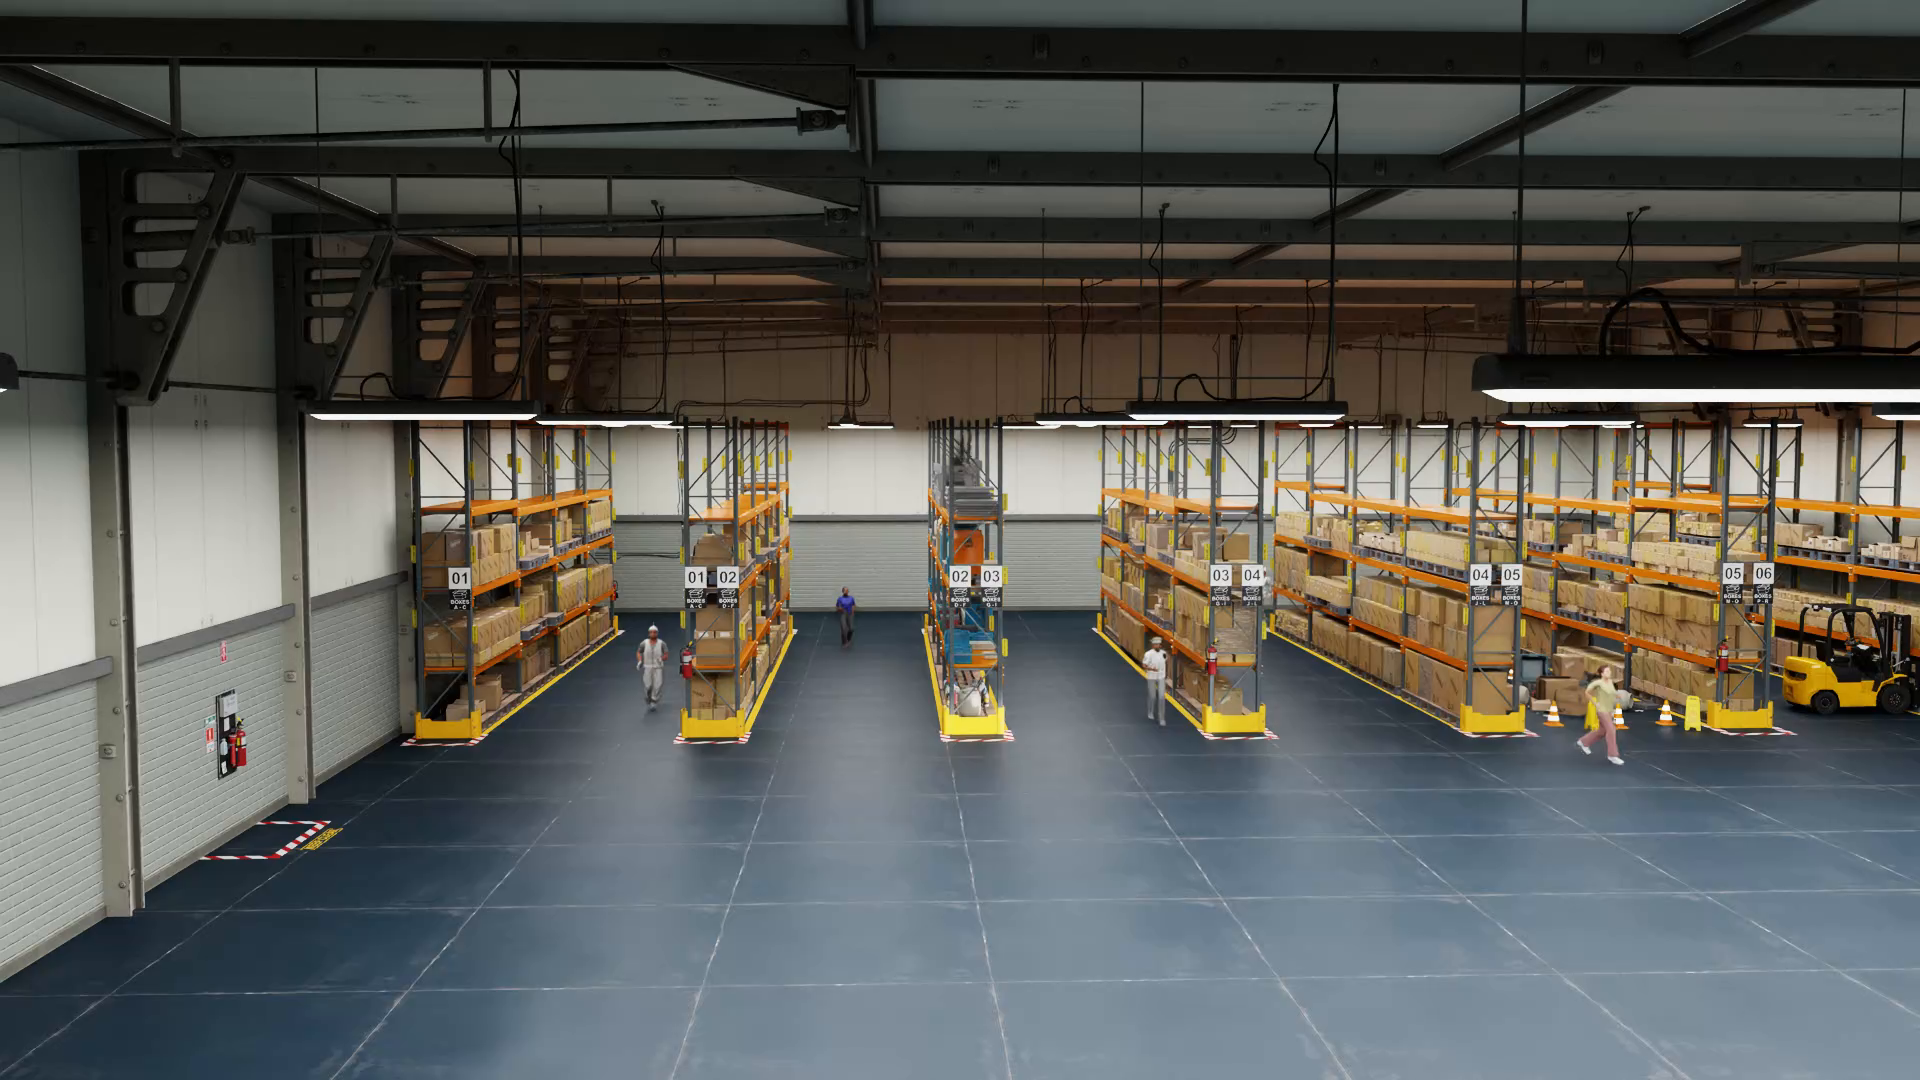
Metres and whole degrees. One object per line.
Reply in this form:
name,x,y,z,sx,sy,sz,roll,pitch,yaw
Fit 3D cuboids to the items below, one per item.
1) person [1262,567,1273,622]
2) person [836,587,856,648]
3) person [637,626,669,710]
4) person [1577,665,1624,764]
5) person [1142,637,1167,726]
person,8.754,1.662,48.555,0.979,1.759,0.742,-2,4,-29
person,-2.978,2.049,43.805,0.562,1.628,0.586,-1,4,-14
person,-6.274,2.632,33.992,0.651,1.743,0.585,-1,4,-10
person,11.182,3.000,28.925,0.564,1.682,0.894,-3,5,-38
person,3.834,2.752,32.646,0.563,1.744,0.795,0,4,-6
